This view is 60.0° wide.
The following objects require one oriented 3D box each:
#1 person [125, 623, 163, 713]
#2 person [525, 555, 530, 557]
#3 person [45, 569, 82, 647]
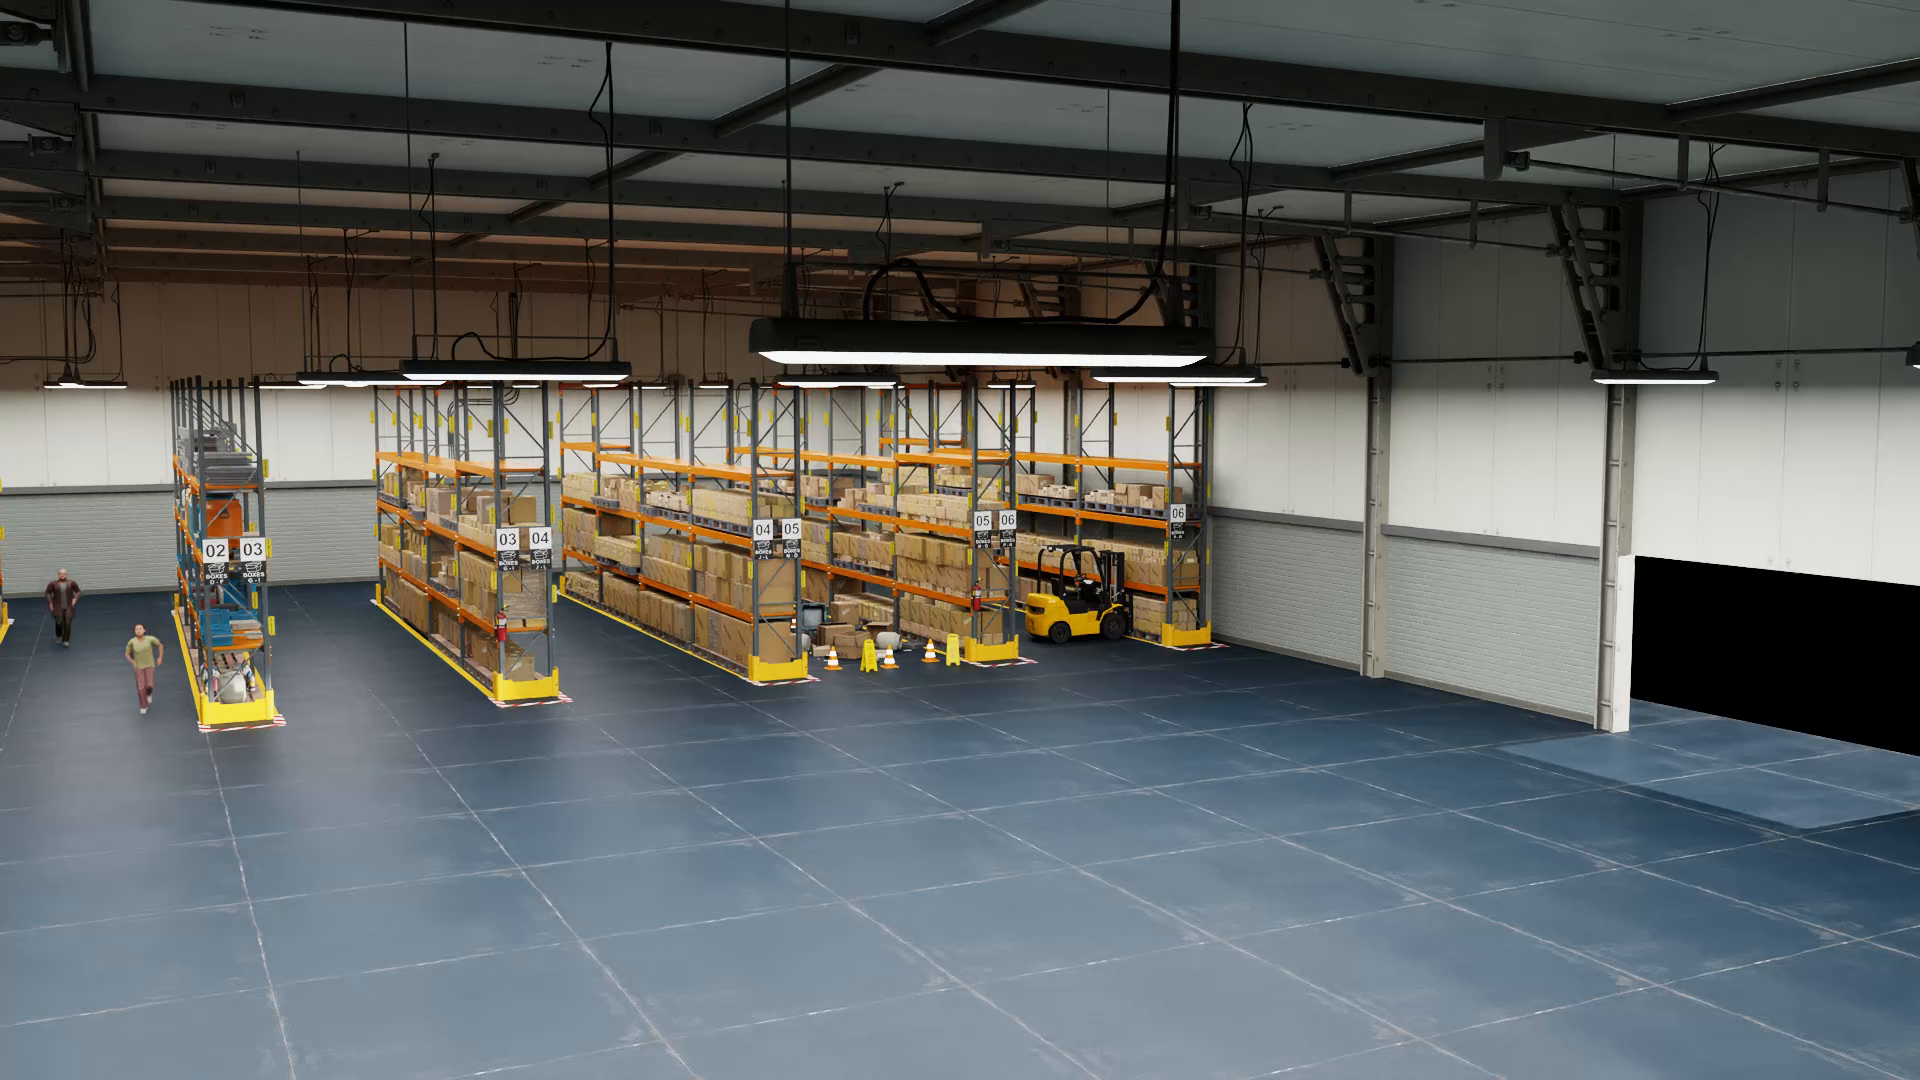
[{"bbox_3d":[-14.547,2.285,29.649,0.602,1.631,0.598,-2,5,-21],"label":"person"},{"bbox_3d":[-12.457,0.690,47.103,0.668,1.700,0.608,1,5,12],"label":"person"},{"bbox_3d":[-20.149,1.528,37.412,0.722,1.746,0.628,-3,6,-32],"label":"person"}]
